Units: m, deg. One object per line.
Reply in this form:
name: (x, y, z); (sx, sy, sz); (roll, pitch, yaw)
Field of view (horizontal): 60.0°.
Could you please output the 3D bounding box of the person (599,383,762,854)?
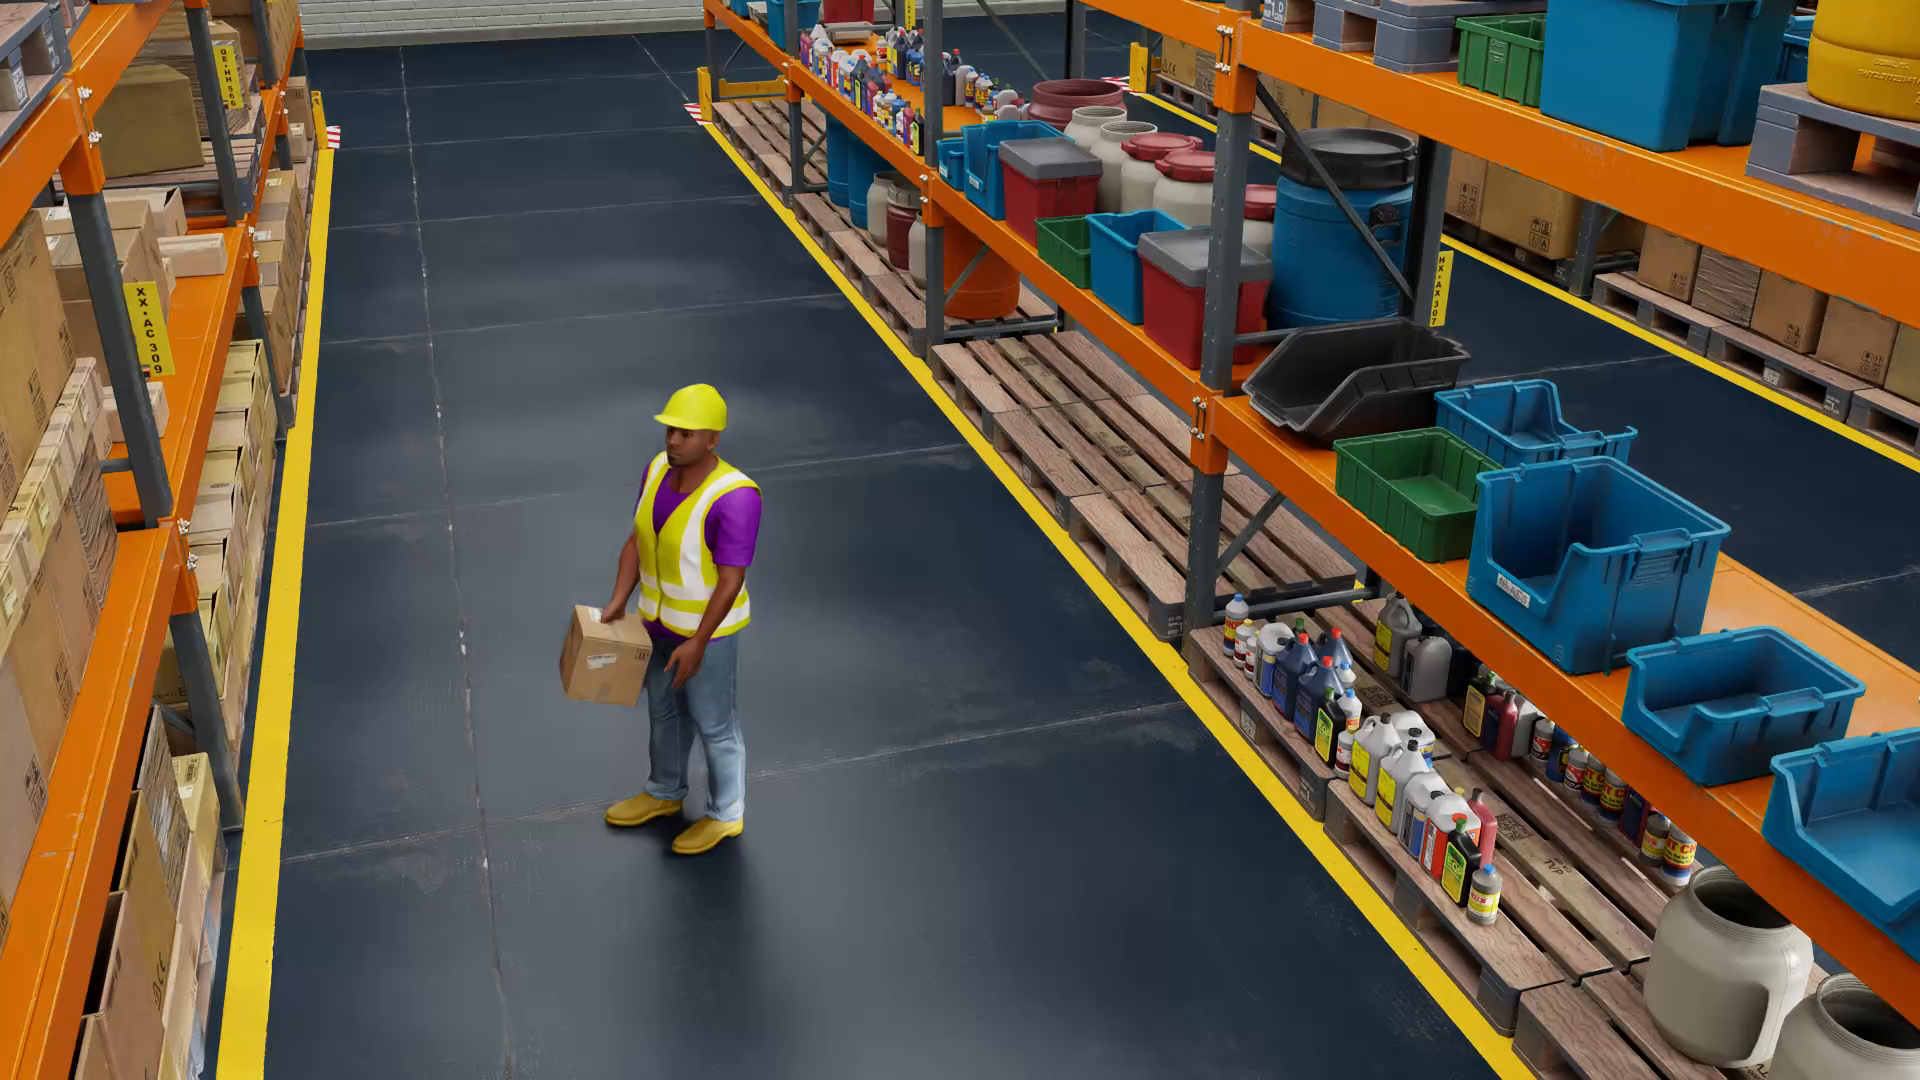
person: (-1.006, 0.301, 5.950); (0.605, 1.772, 0.493); (22, 33, 37)
